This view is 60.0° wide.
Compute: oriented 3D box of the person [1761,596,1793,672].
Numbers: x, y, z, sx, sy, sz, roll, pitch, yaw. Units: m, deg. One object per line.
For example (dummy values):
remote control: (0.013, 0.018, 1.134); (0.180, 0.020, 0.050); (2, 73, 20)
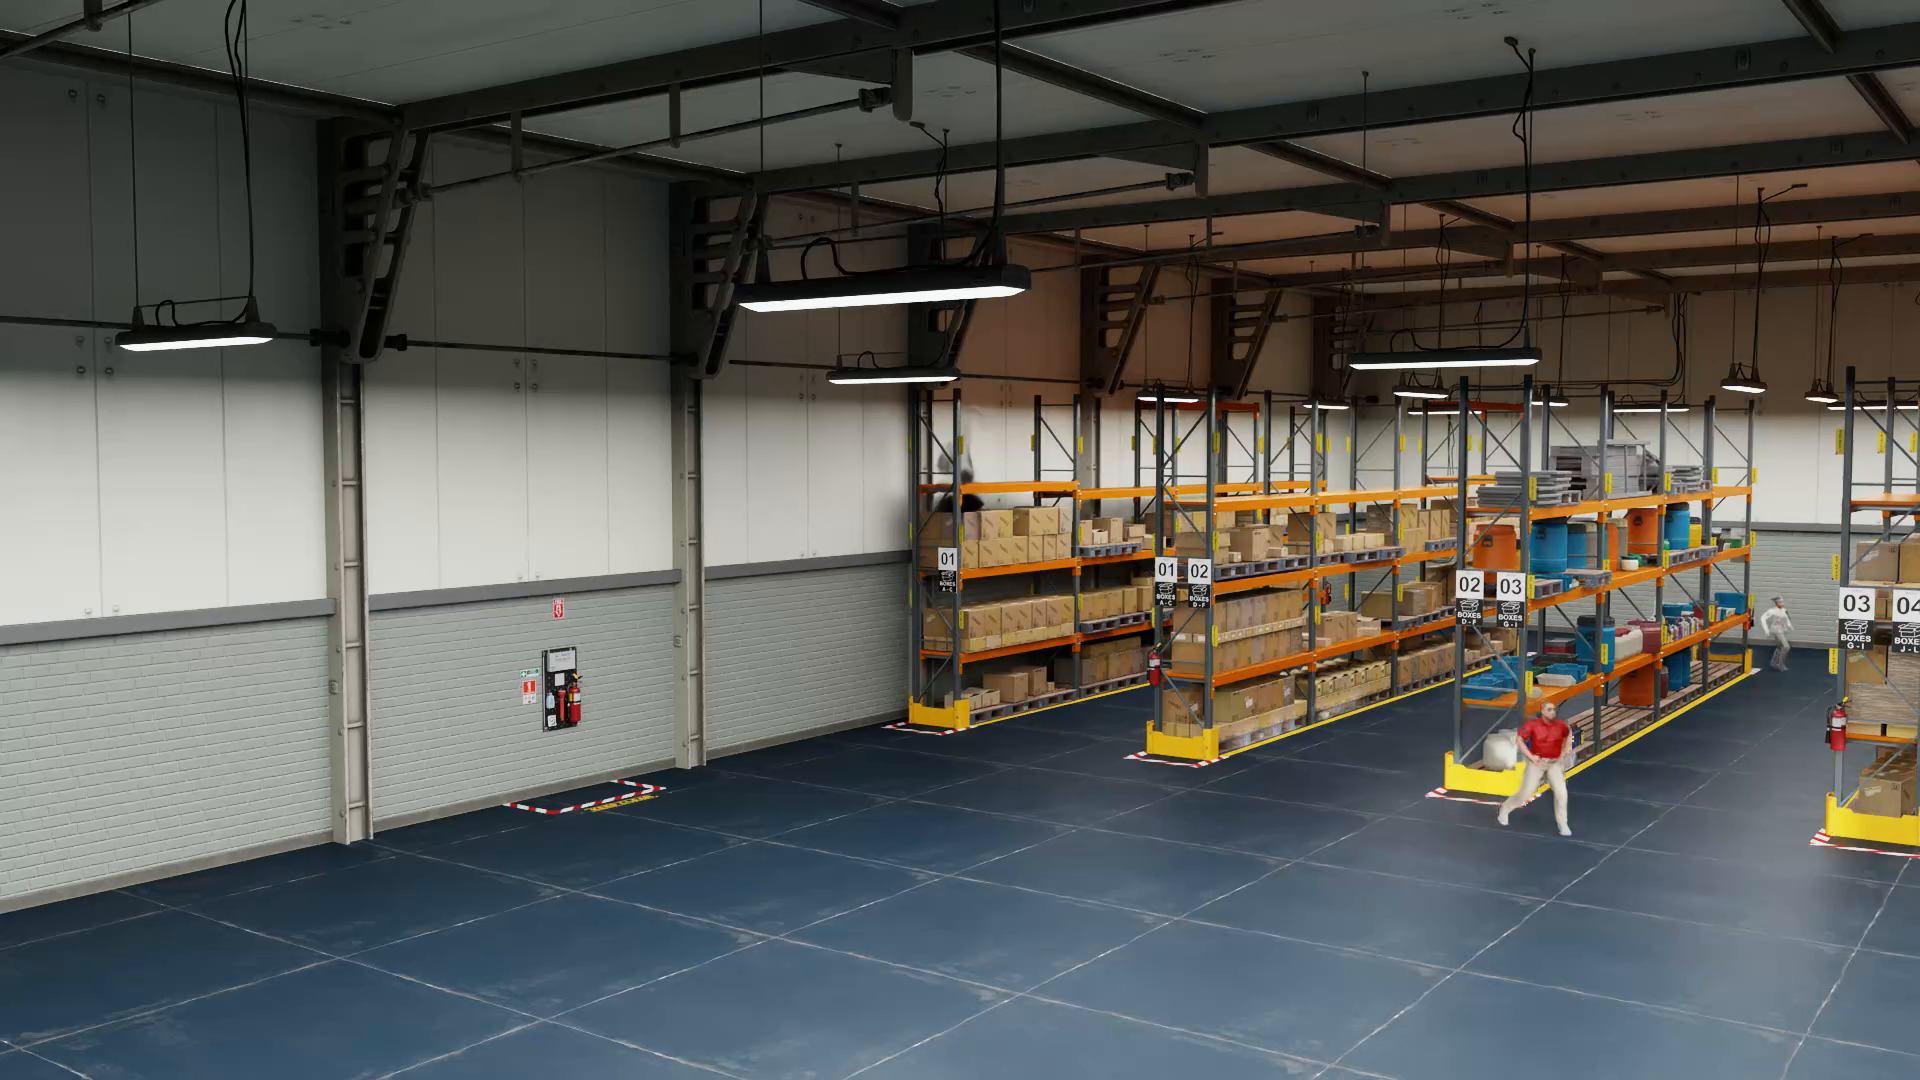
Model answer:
person: (18.136, 2.080, 36.895); (0.675, 1.717, 0.650); (-2, 4, -26)

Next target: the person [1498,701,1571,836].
person: (7.523, 2.948, 21.591); (0.905, 1.736, 0.757); (0, 3, -8)
